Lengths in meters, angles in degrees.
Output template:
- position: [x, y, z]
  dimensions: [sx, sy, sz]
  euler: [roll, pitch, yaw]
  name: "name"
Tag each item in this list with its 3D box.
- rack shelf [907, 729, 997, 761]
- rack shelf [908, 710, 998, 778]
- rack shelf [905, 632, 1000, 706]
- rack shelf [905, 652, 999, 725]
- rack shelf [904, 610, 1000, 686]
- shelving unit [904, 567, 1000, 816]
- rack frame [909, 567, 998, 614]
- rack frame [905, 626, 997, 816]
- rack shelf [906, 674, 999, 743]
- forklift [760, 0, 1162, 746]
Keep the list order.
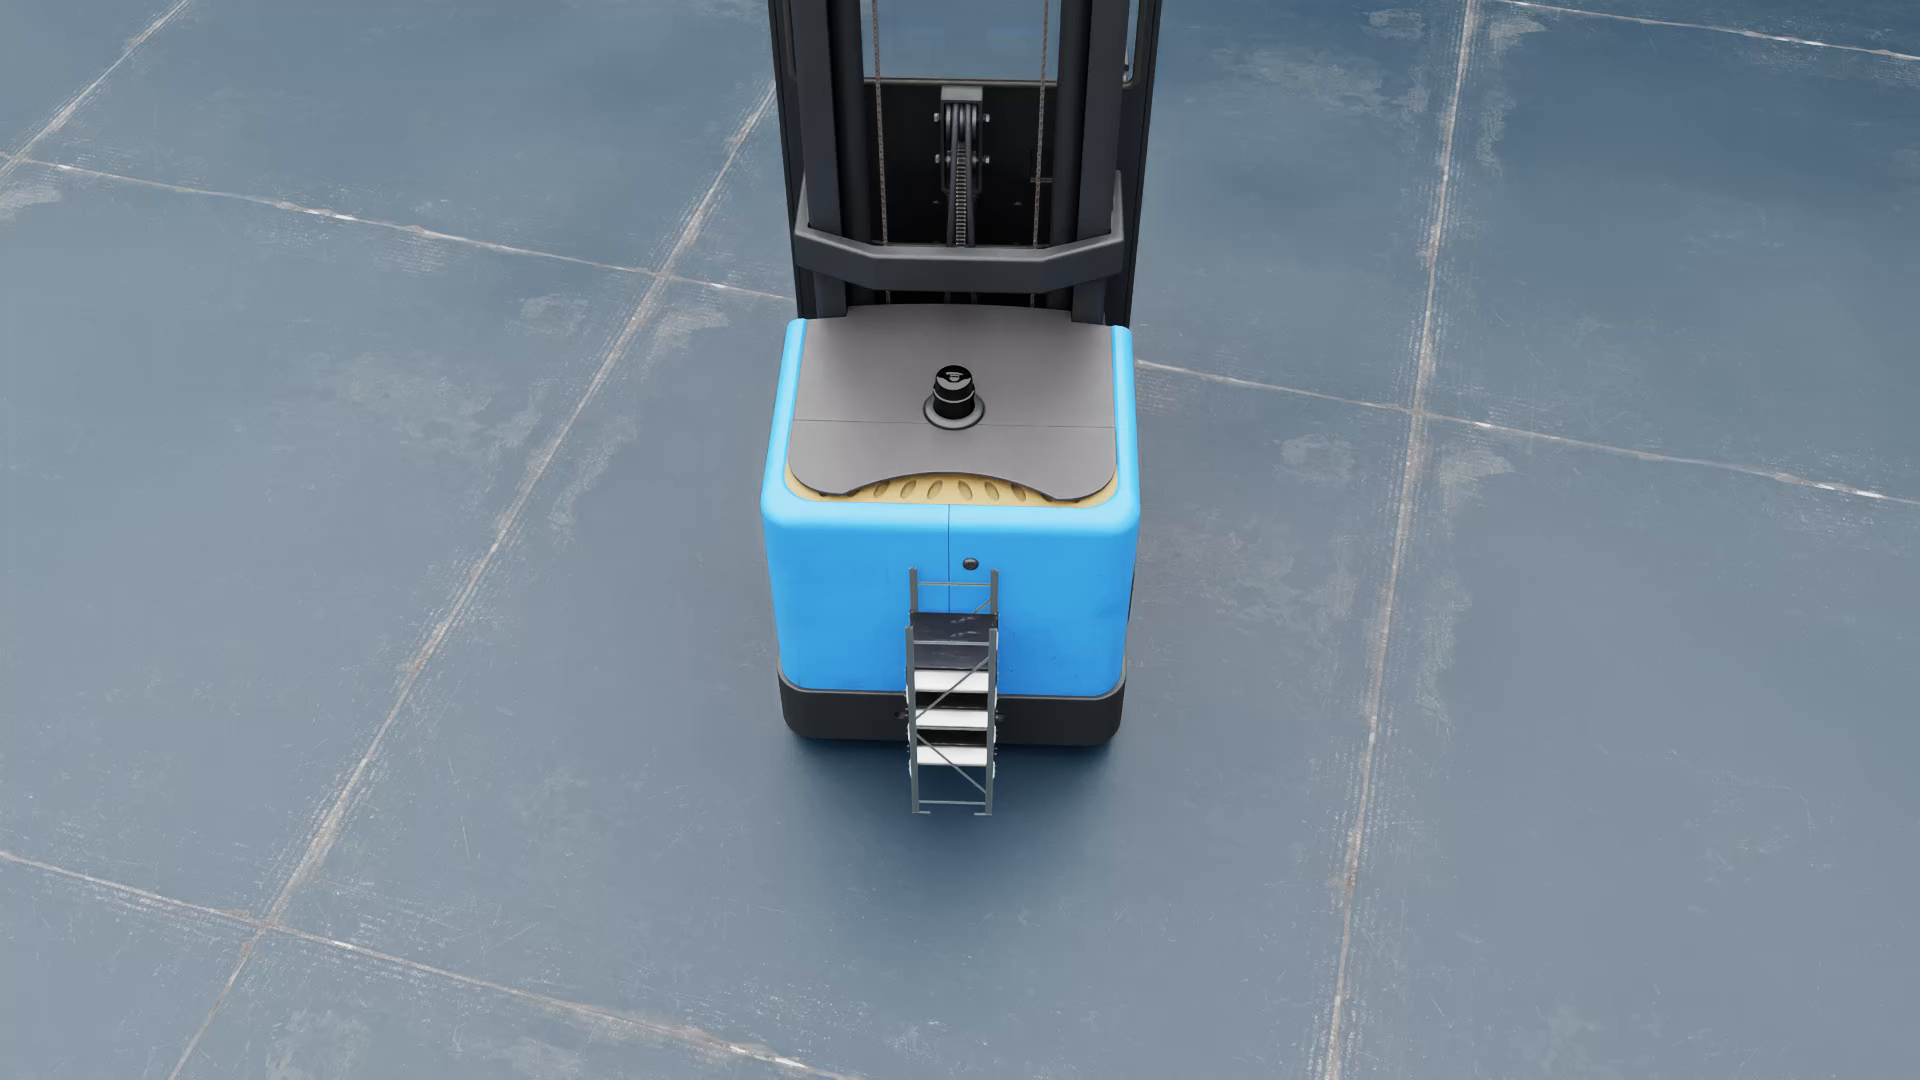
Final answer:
- position: [-0.020, 0.534, 4.843]
  dimensions: [0.258, 0.077, 0.200]
  euler: [1, 49, 1]
  name: "rack shelf"
- position: [-0.020, 0.594, 4.910]
  dimensions: [0.258, 0.077, 0.200]
  euler: [1, 49, 1]
  name: "rack shelf"
- position: [-0.020, 0.355, 4.640]
  dimensions: [0.258, 0.077, 0.200]
  euler: [1, 49, 1]
  name: "rack shelf"
- position: [-0.020, 0.415, 4.708]
  dimensions: [0.258, 0.077, 0.200]
  euler: [1, 49, 1]
  name: "rack shelf"
- position: [-0.020, 0.296, 4.573]
  dimensions: [0.258, 0.077, 0.200]
  euler: [1, 49, 1]
  name: "rack shelf"
- position: [-0.020, 0.453, 4.750]
  dimensions: [0.258, 0.900, 0.210]
  euler: [1, 49, 1]
  name: "shelving unit"
- position: [-0.017, 0.376, 4.818]
  dimensions: [0.240, 0.900, 0.006]
  euler: [1, 49, 1]
  name: "rack frame"
- position: [-0.023, 0.529, 4.683]
  dimensions: [0.240, 0.900, 0.006]
  euler: [1, 49, 1]
  name: "rack frame"
- position: [-0.020, 0.475, 4.775]
  dimensions: [0.258, 0.077, 0.200]
  euler: [1, 49, 1]
  name: "rack shelf"
- position: [0.021, -1.436, 5.063]
  dimensions: [1.130, 2.935, 3.031]
  euler: [1, 49, 1]
  name: "forklift"
